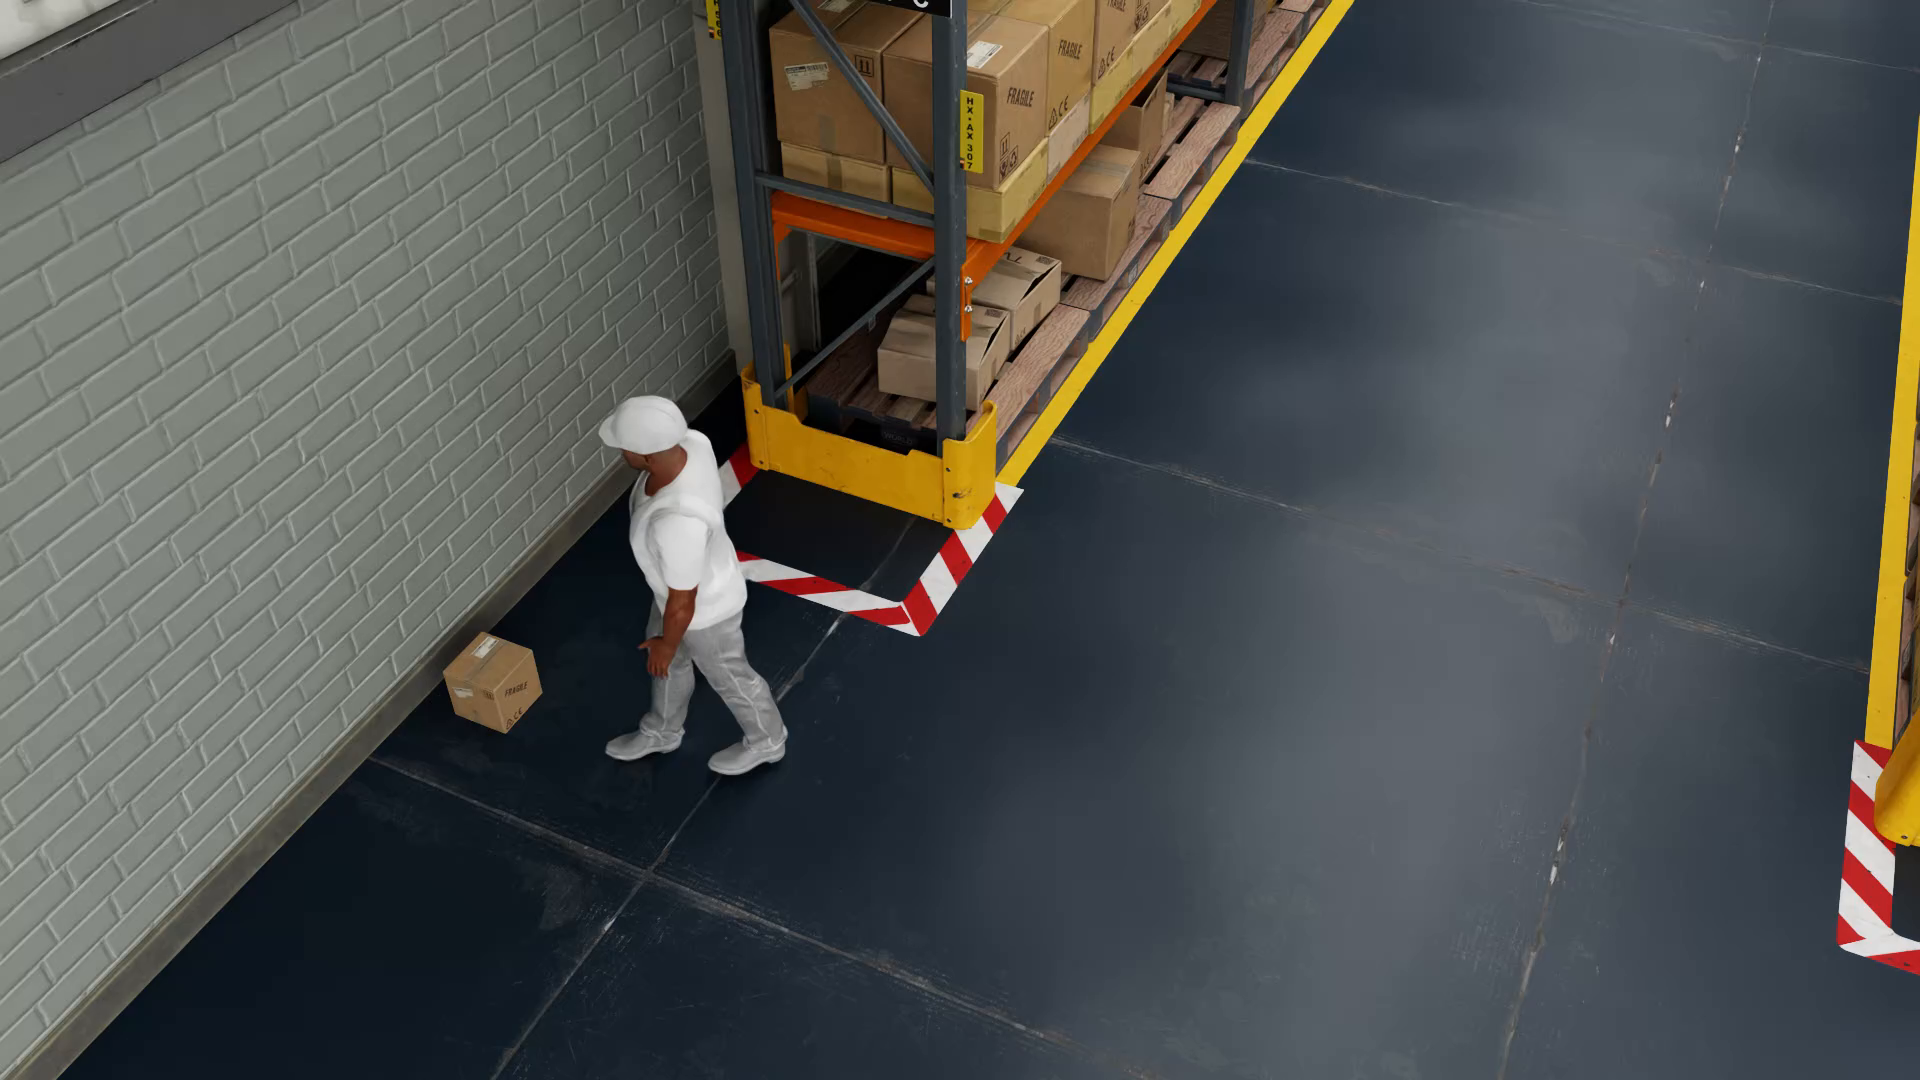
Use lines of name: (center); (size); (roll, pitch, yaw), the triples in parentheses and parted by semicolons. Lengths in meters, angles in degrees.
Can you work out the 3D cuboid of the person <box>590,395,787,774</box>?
person: (-1.047, 0.200, 5.900); (0.751, 1.758, 0.590); (-10, 43, -11)
